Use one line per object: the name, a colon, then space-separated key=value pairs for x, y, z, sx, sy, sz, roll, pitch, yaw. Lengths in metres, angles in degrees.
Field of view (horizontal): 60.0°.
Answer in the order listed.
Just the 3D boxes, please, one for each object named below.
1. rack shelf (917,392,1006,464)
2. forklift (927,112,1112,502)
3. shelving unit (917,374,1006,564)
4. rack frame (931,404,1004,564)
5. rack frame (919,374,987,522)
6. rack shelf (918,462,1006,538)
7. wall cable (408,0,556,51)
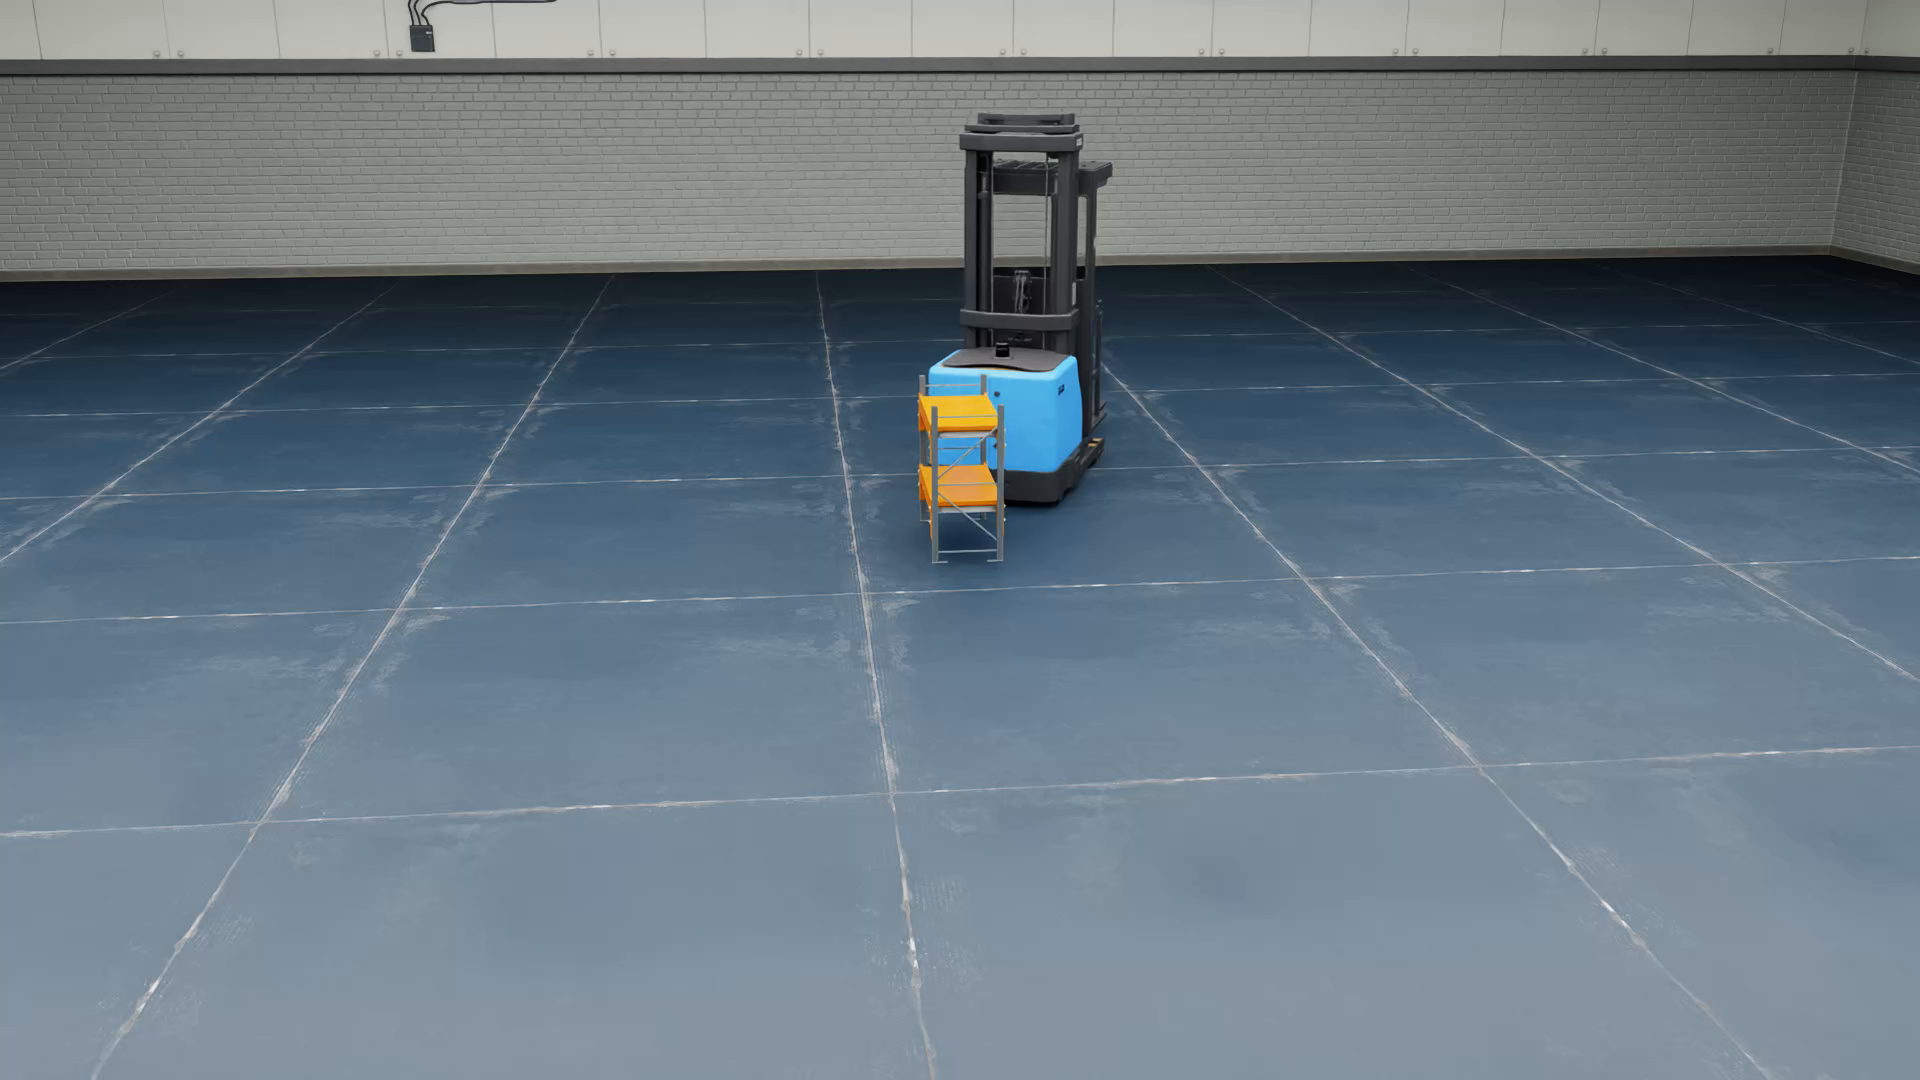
rack shelf: x=0.001 y=-0.814 z=11.915 sx=0.538 sy=0.278 sz=1.000 roll=-2 pitch=18 yaw=-6
forklift: x=0.636 y=-2.091 z=13.943 sx=1.130 sy=2.935 sz=3.031 roll=5 pitch=18 yaw=15
shelving unit: x=0.001 y=-0.535 z=12.002 sx=0.538 sy=1.125 sz=1.048 roll=-2 pitch=18 yaw=-6
rack frame: x=0.053 y=-0.383 z=11.520 sx=0.500 sy=1.125 sz=0.032 roll=-2 pitch=18 yaw=-6
rack frame: x=-0.052 y=-0.686 z=12.485 sx=0.500 sy=1.125 sz=0.032 roll=-2 pitch=18 yaw=-6
rack shelf: x=0.001 y=-0.301 z=12.075 sx=0.538 sy=0.278 sz=1.000 roll=-2 pitch=18 yaw=-6
wall cable: x=-6.664 y=-9.870 z=22.913 sx=2.305 sy=6.003 sz=0.169 roll=-2 pitch=18 yaw=-6
